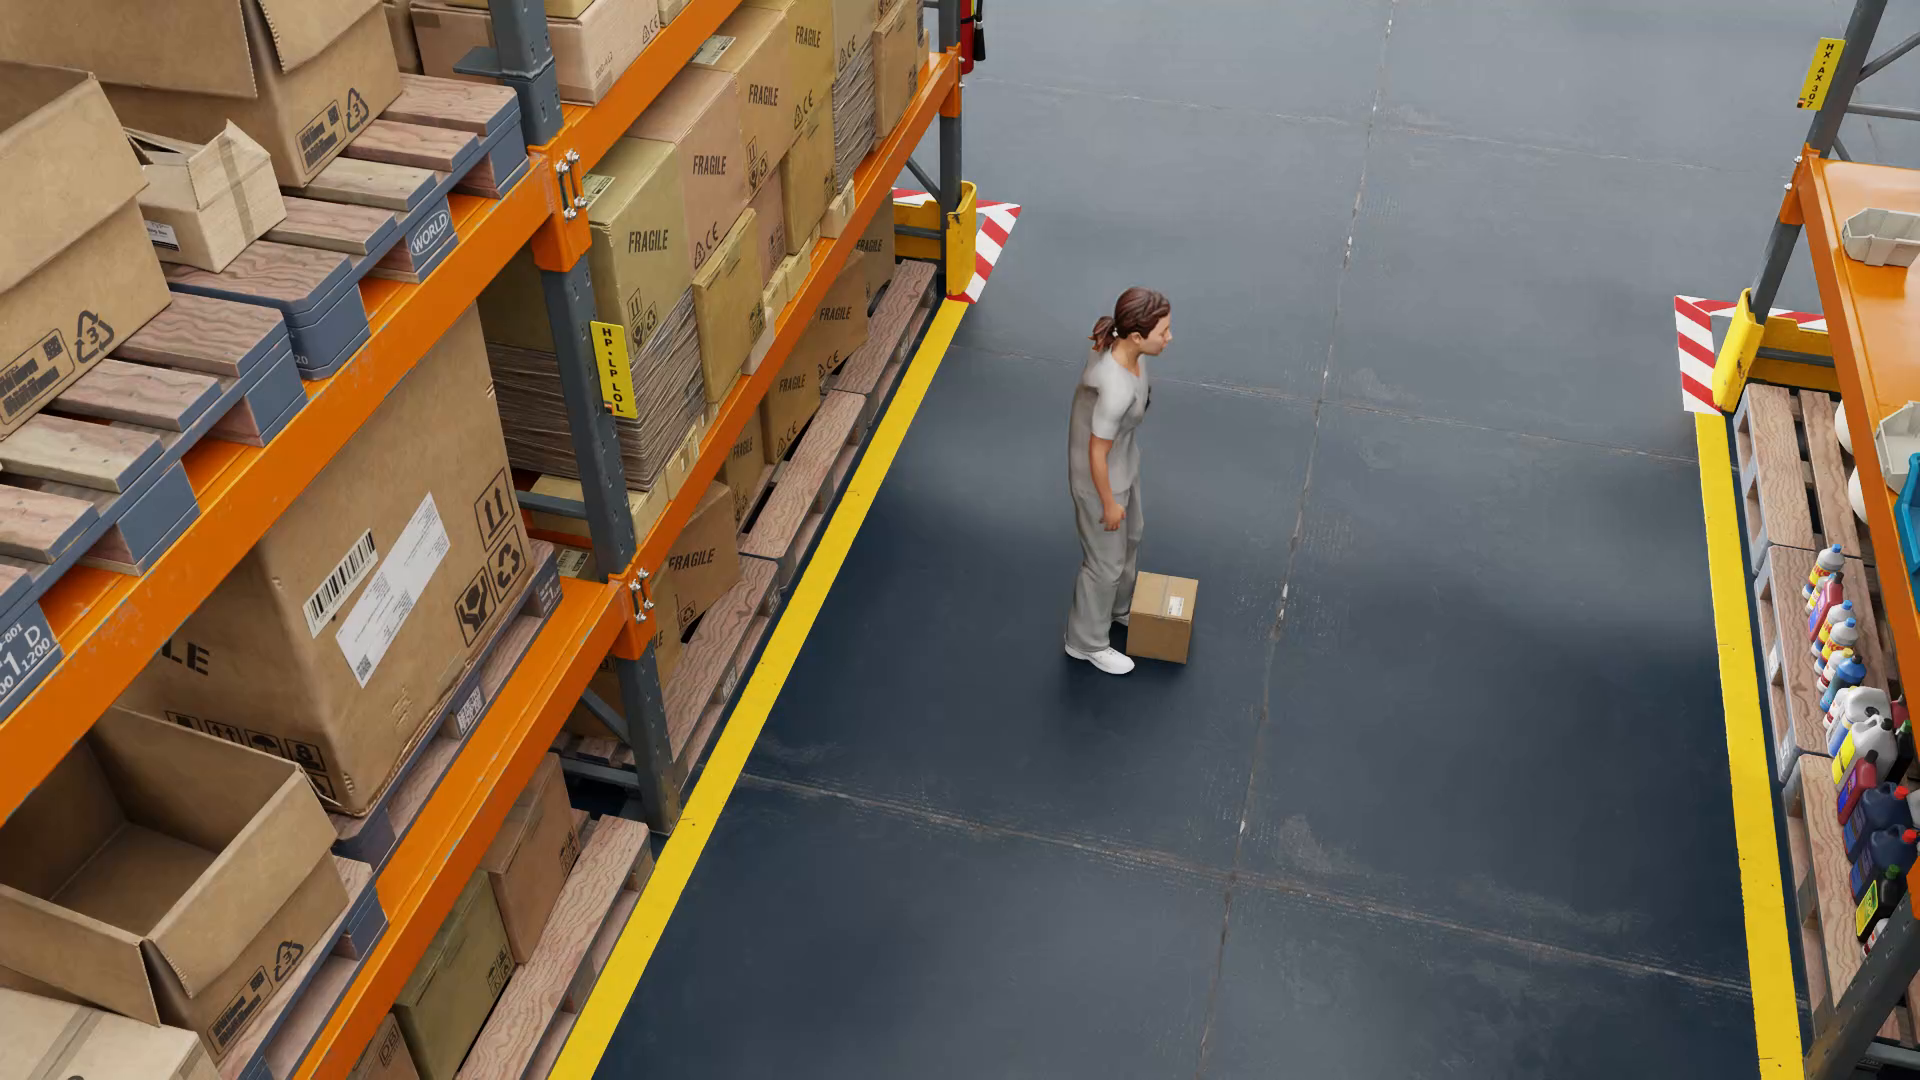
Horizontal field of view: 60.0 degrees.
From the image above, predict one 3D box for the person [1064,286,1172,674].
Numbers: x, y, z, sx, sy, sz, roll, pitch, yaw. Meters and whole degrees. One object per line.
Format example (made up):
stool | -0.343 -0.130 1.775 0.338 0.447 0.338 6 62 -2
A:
person | 0.619 -0.246 6.441 0.405 1.672 0.499 9 42 11
